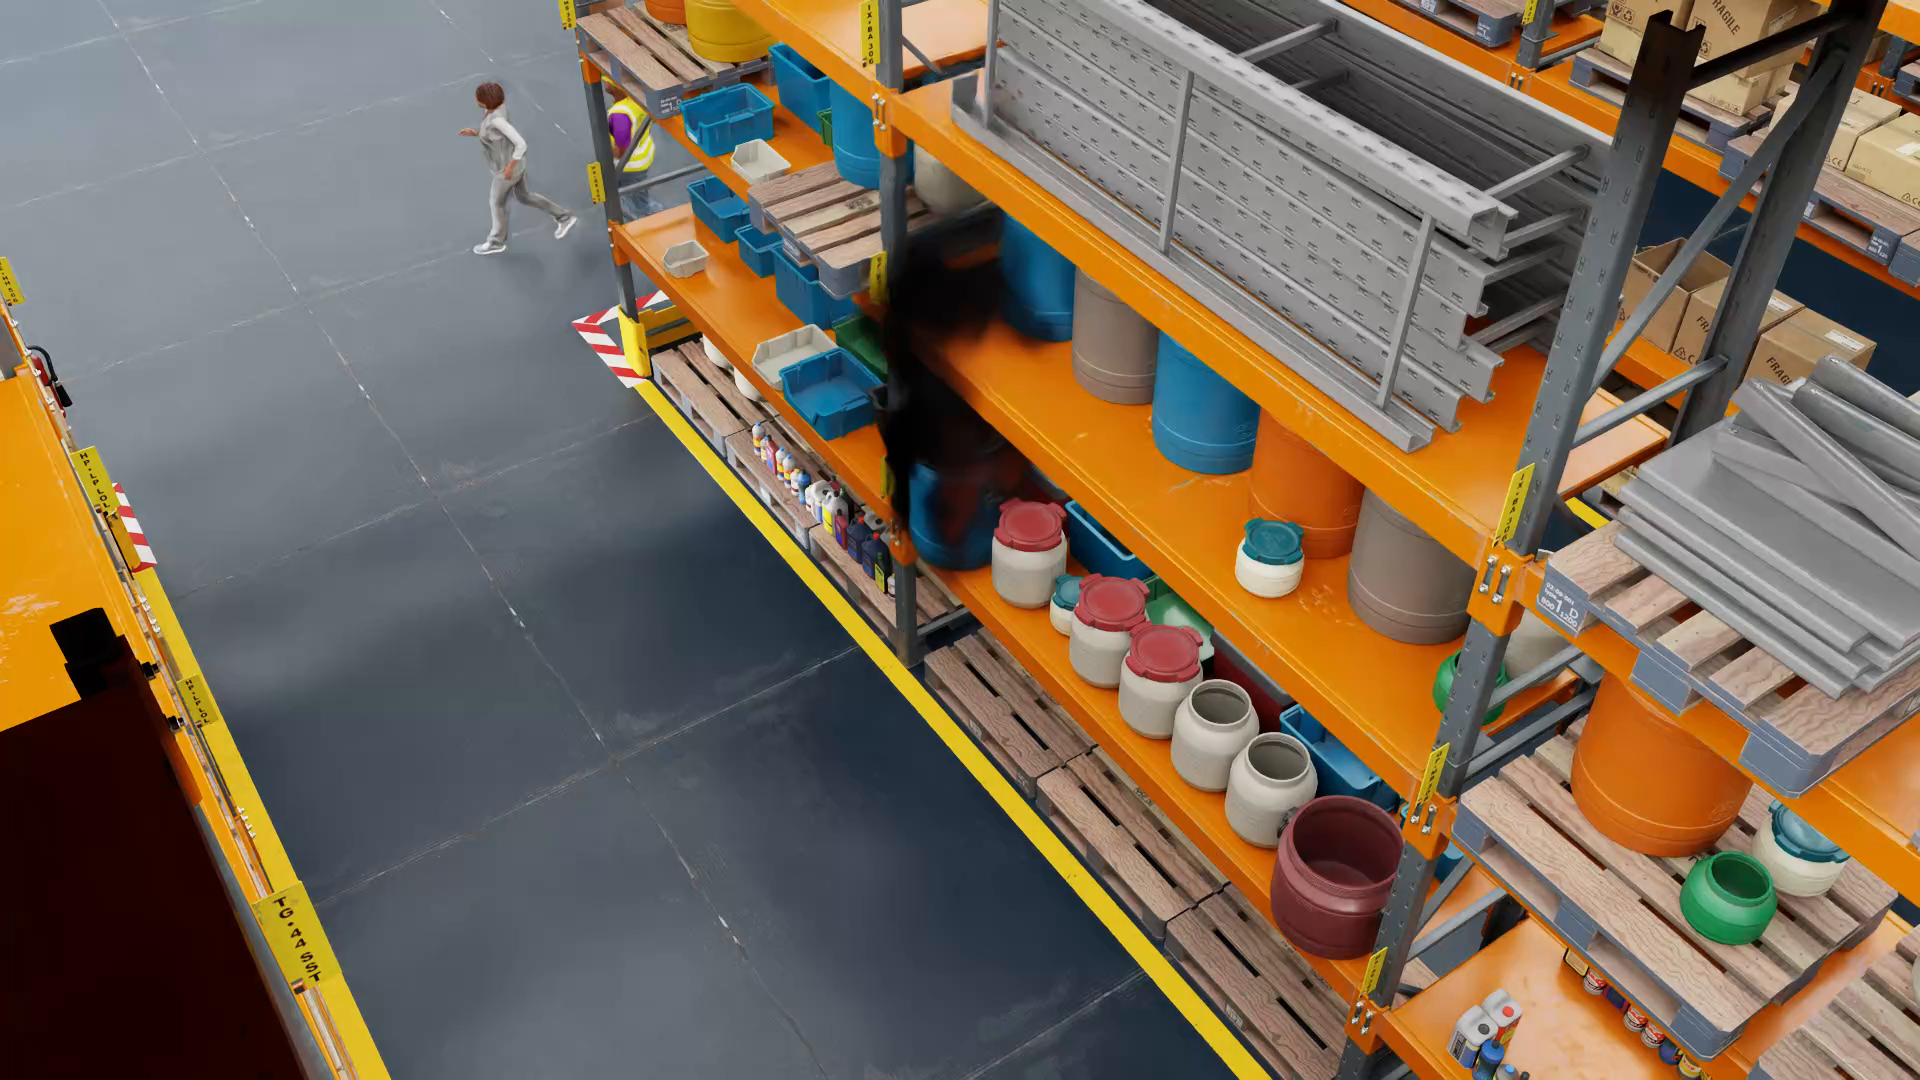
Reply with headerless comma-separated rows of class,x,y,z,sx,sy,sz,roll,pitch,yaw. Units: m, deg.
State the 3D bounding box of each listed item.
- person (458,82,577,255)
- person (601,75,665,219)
person,-3.773,-3.110,13.916,0.880,1.578,0.543,-4,43,-4
person,-2.738,-3.171,13.930,0.610,1.779,0.731,5,43,5
